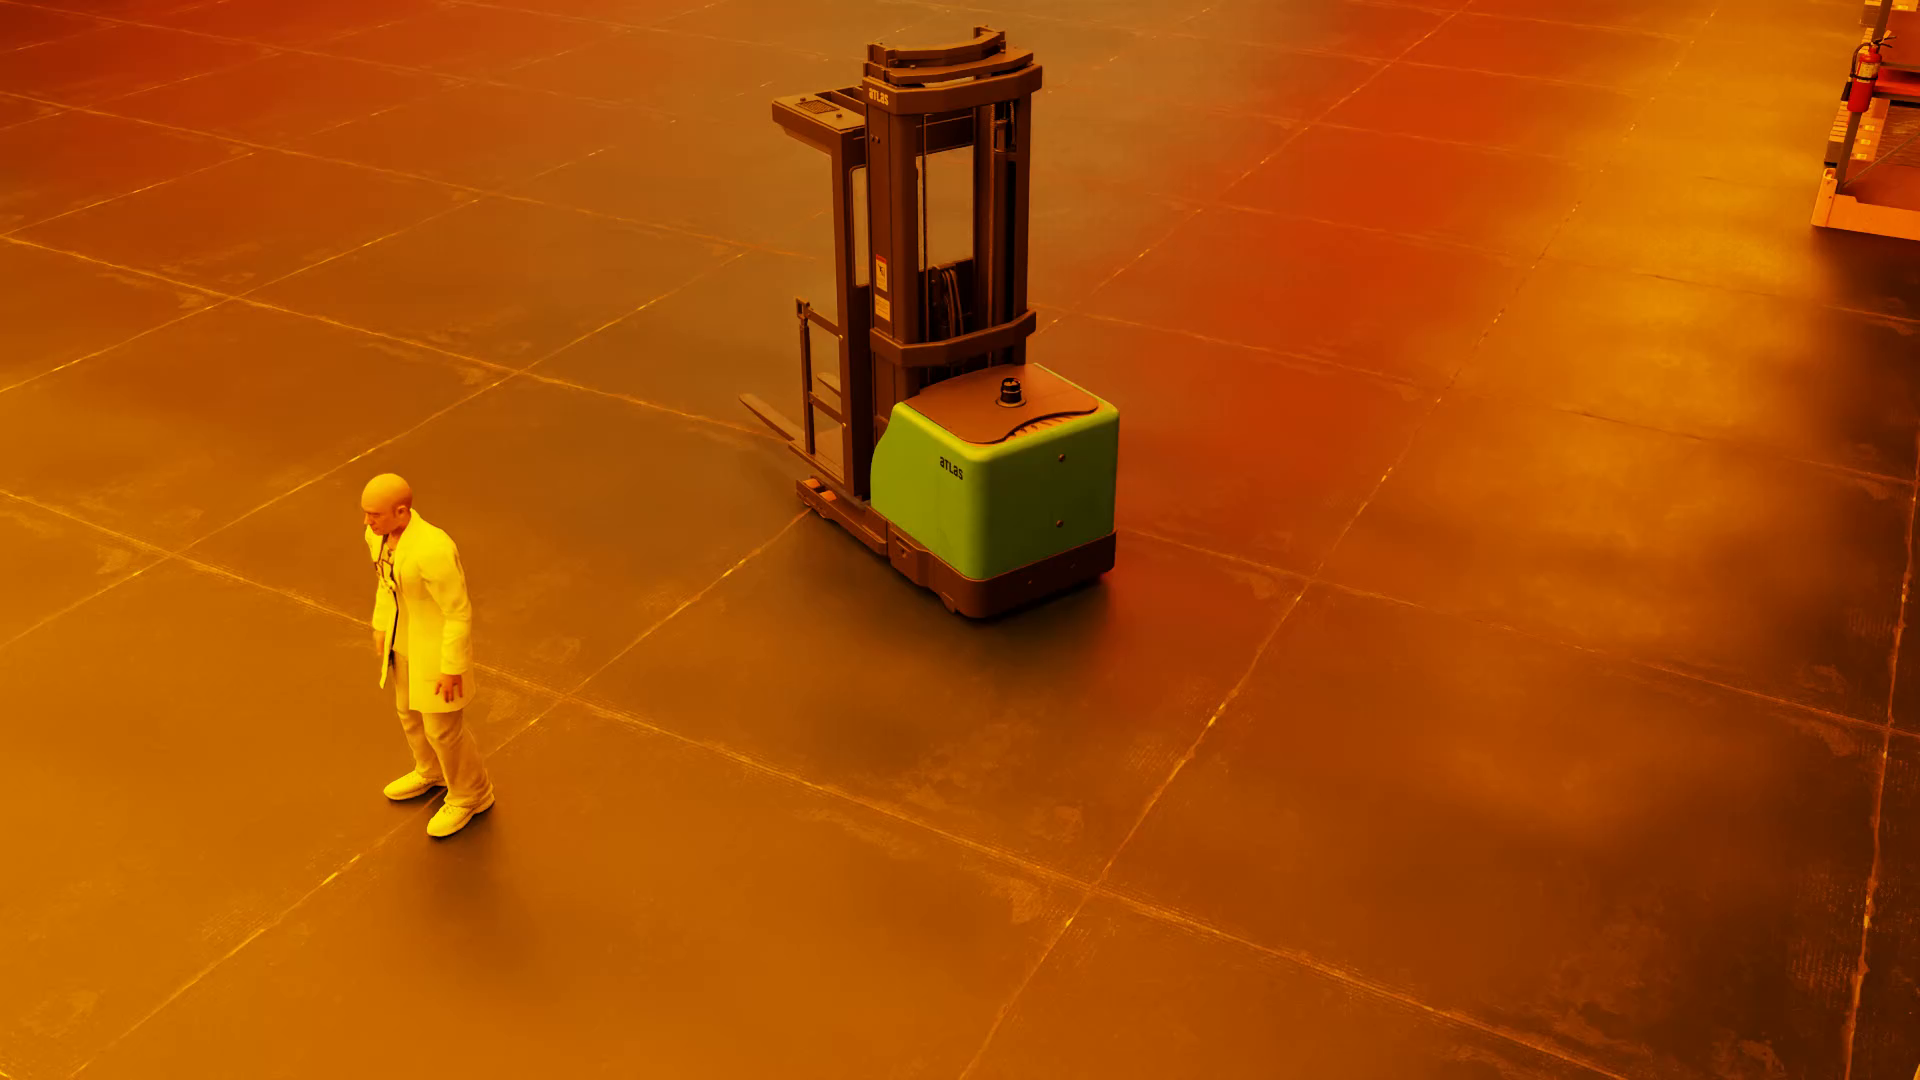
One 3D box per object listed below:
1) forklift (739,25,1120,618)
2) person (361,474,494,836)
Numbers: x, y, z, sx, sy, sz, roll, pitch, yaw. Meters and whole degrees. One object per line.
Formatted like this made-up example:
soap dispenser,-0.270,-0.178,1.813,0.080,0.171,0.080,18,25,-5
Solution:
forklift,-0.360,-1.528,9.717,1.130,2.935,3.031,-19,35,-30
person,-2.384,0.483,7.390,0.655,1.775,0.427,25,38,36
